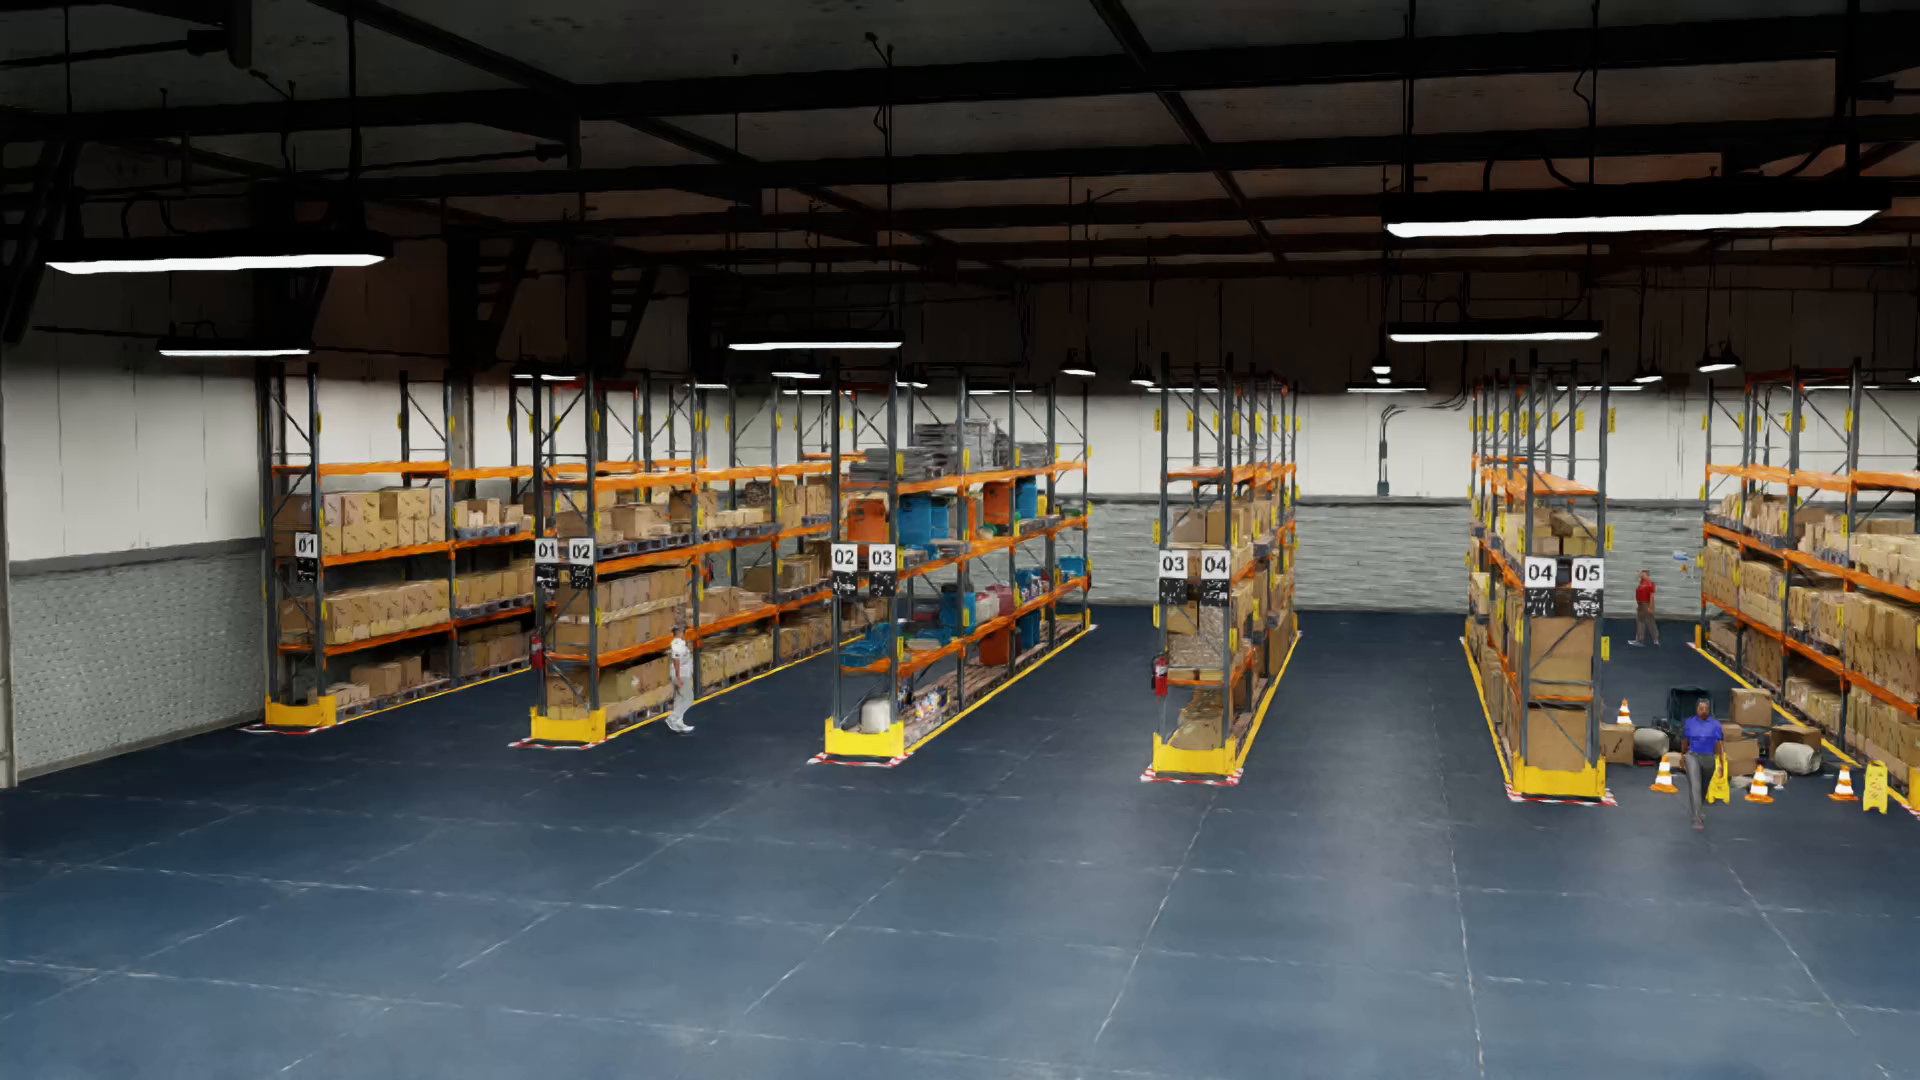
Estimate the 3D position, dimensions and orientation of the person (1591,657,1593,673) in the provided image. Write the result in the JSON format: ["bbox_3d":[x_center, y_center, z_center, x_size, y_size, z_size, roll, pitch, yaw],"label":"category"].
[{"bbox_3d":[12.669,1.828,33.408,0.420,1.639,0.534,-1,4,-17],"label":"person"}]

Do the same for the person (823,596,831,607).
[{"bbox_3d":[-3.387,1.028,43.895,0.712,1.788,0.487,-2,5,-31],"label":"person"}]

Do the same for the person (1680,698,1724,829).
[{"bbox_3d":[9.228,2.735,20.656,0.461,1.577,0.986,1,4,14],"label":"person"}]

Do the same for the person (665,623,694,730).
[{"bbox_3d":[-4.563,2.227,26.984,0.467,1.755,0.578,-1,4,-12],"label":"person"}]

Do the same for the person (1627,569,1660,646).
[{"bbox_3d":[15.453,1.511,37.452,0.562,1.725,0.676,0,4,-5],"label":"person"}]
